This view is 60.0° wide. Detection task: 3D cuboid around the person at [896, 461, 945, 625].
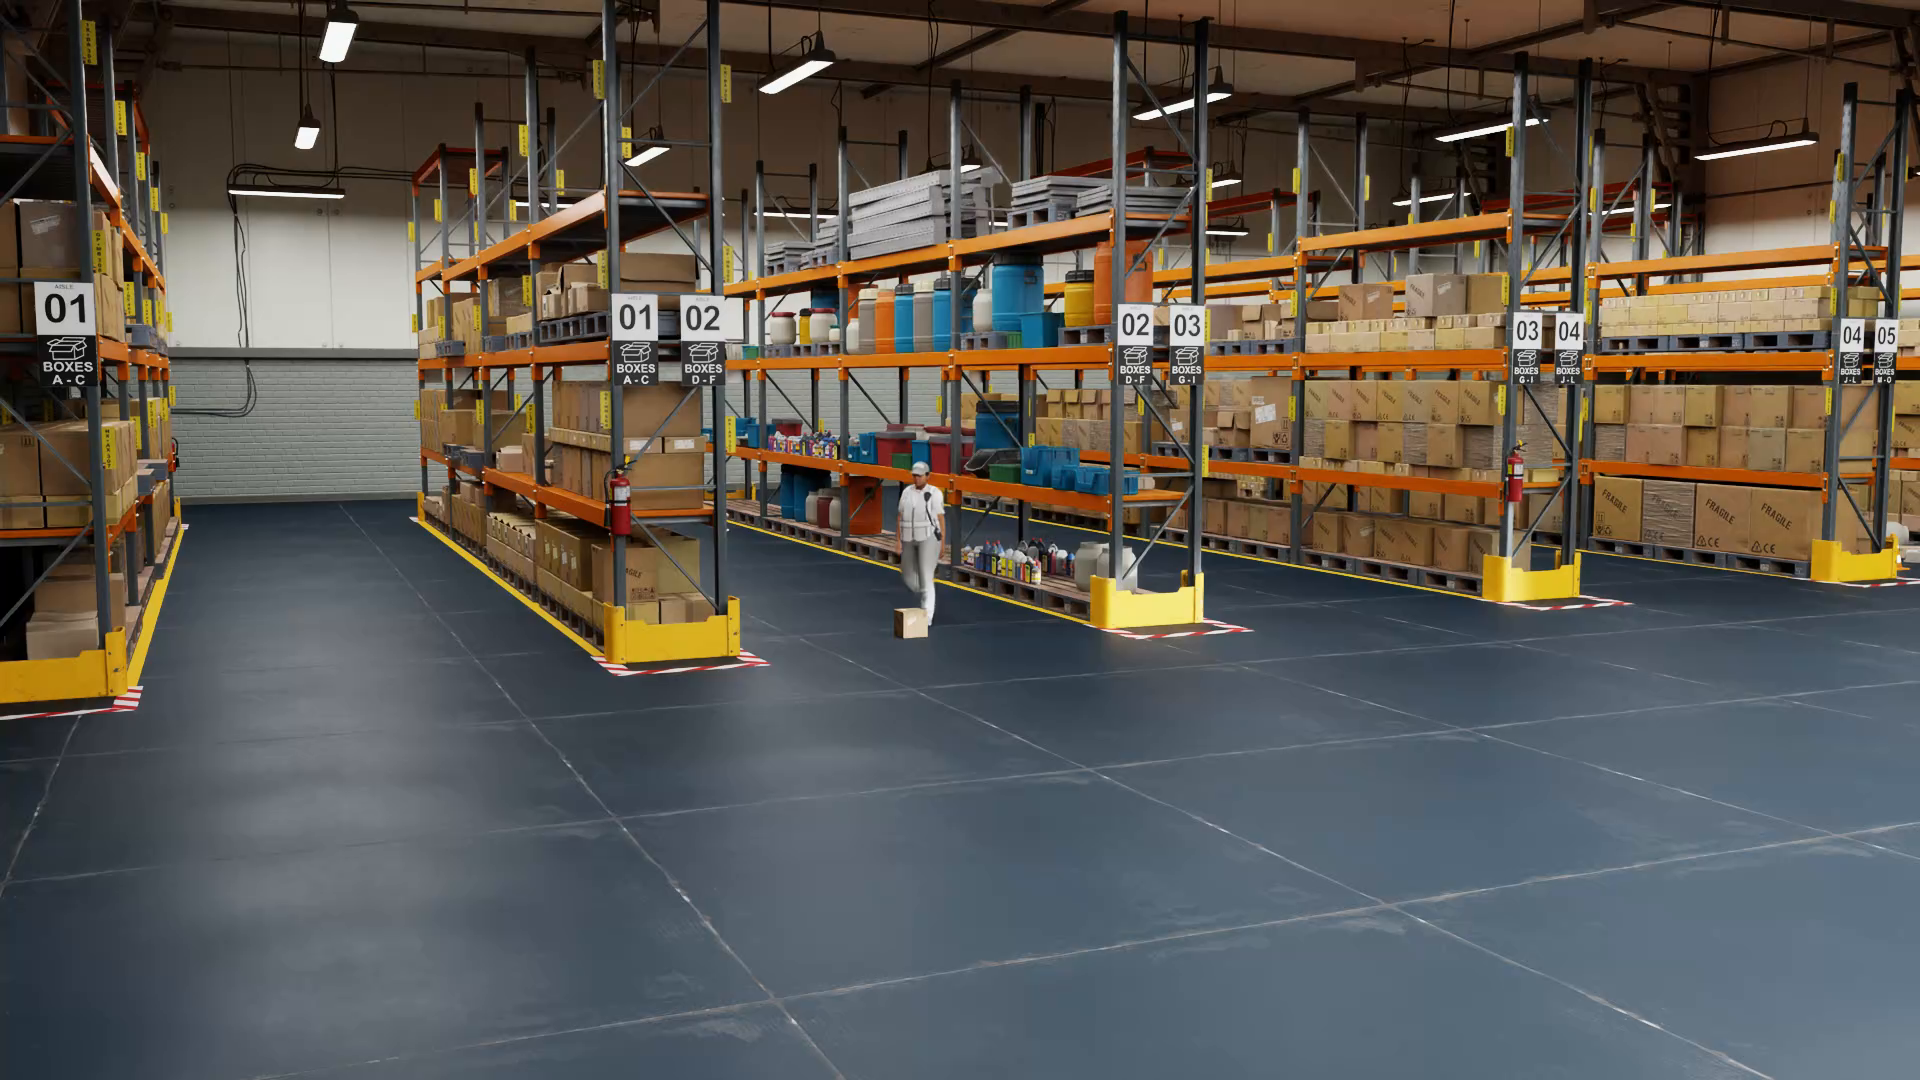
[{"bbox_3d":[-0.391,0.016,16.788,0.490,1.632,0.845,2,6,24],"label":"person"}]
